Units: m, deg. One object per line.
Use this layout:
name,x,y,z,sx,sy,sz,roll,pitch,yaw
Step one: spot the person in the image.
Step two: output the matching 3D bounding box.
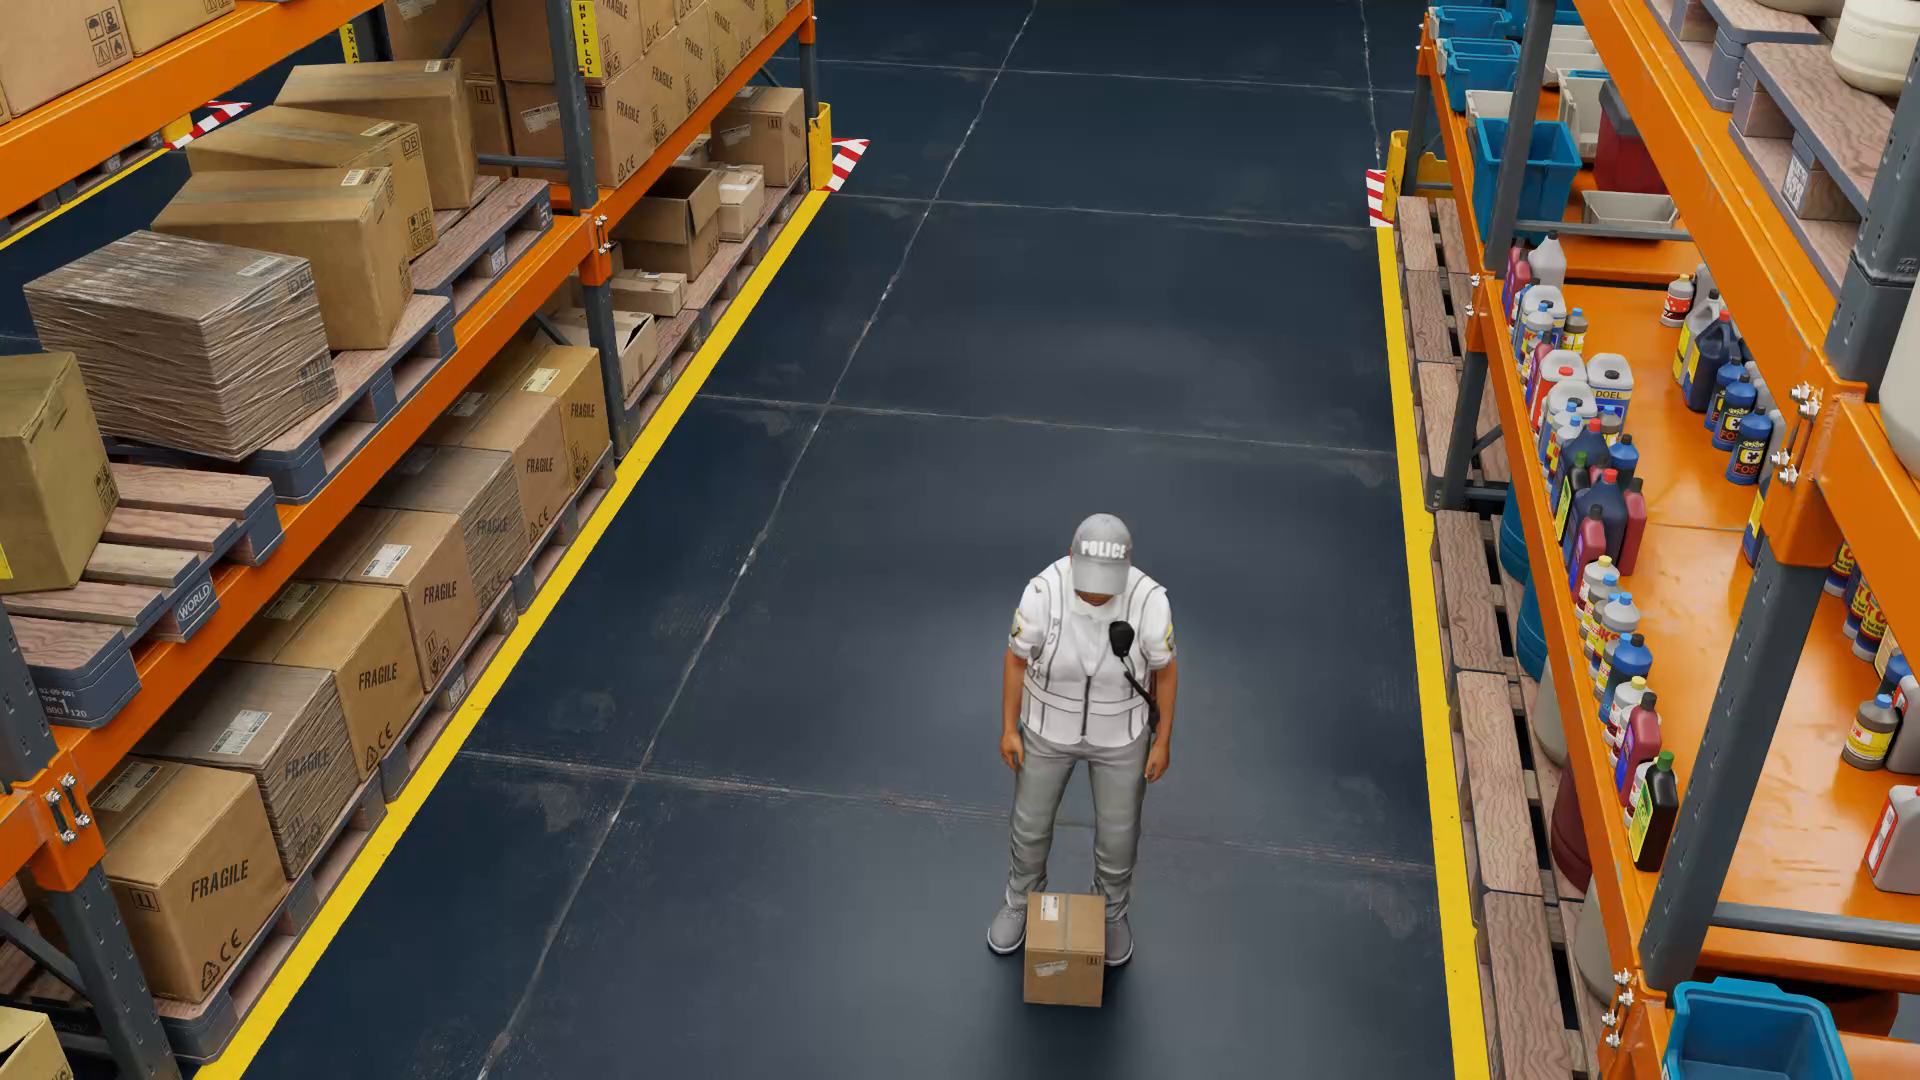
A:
person,0.380,0.612,5.174,0.558,1.667,0.467,4,33,7
